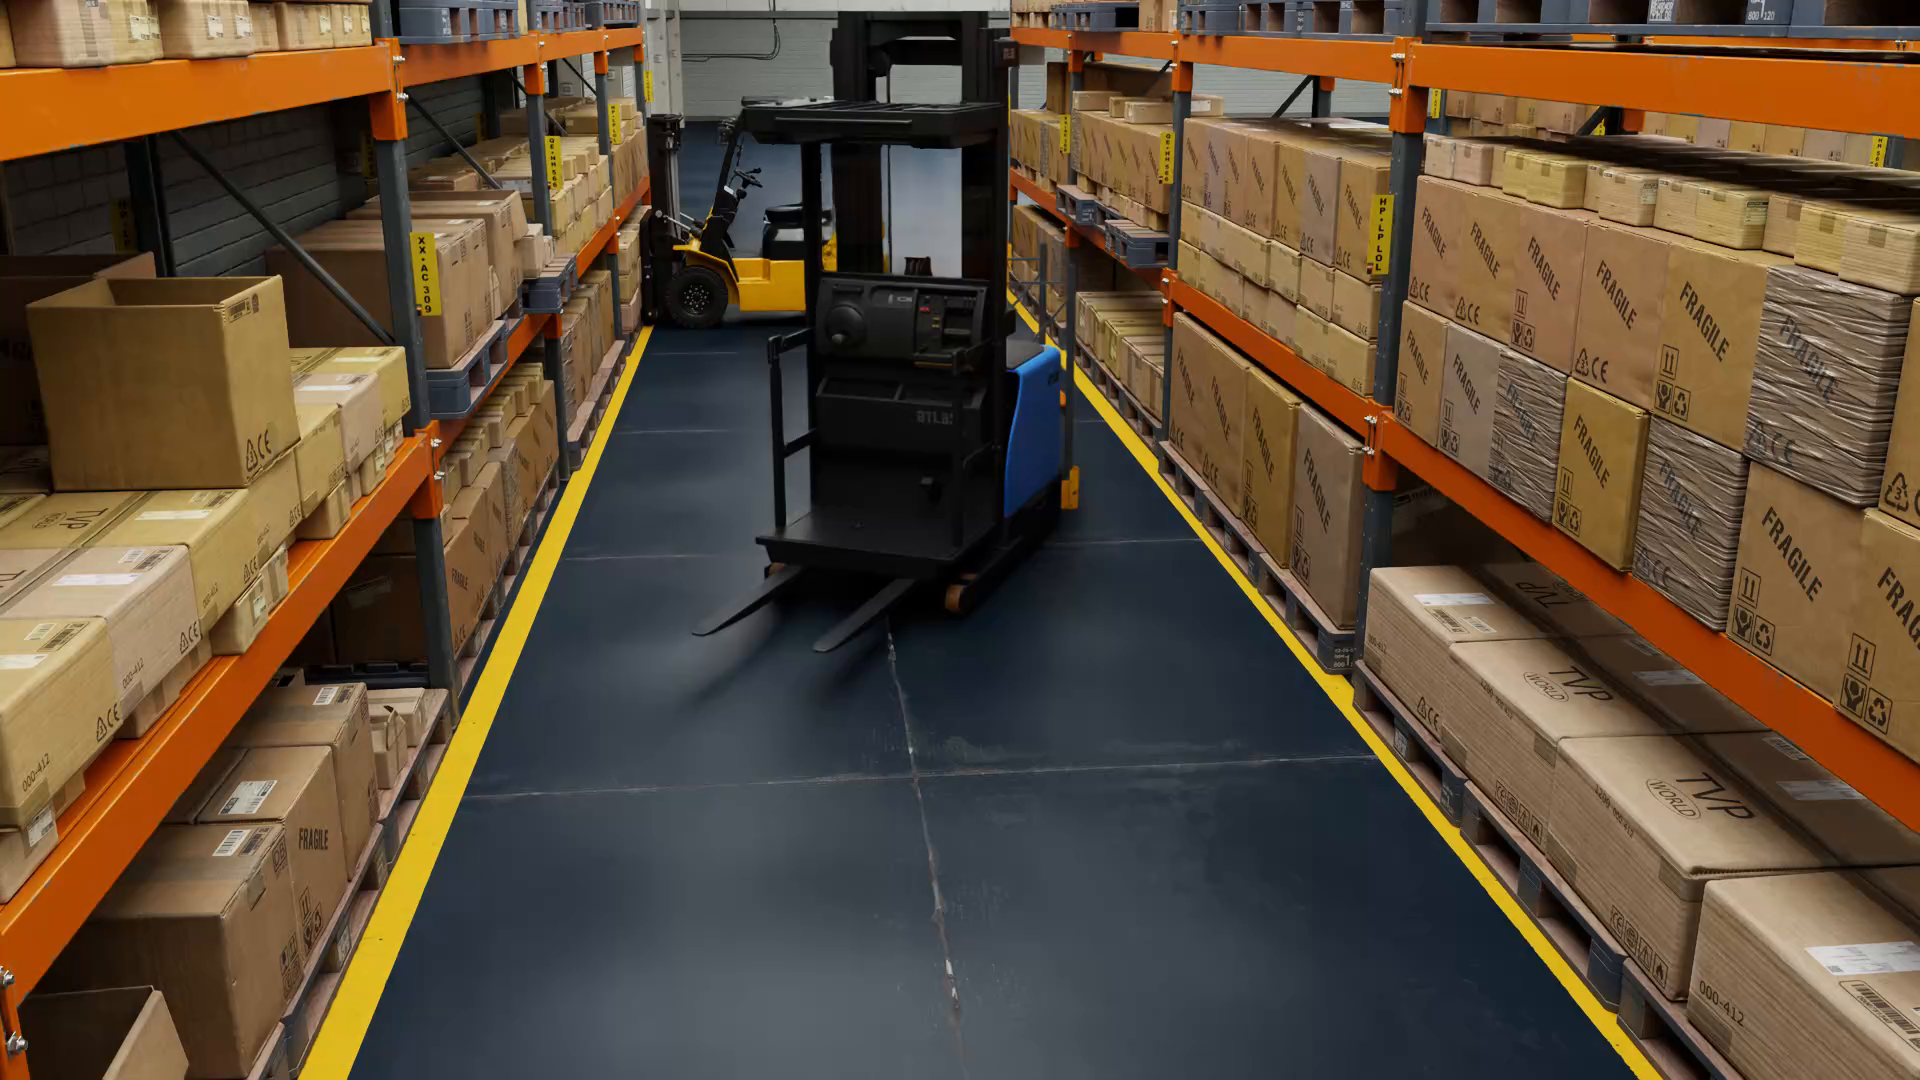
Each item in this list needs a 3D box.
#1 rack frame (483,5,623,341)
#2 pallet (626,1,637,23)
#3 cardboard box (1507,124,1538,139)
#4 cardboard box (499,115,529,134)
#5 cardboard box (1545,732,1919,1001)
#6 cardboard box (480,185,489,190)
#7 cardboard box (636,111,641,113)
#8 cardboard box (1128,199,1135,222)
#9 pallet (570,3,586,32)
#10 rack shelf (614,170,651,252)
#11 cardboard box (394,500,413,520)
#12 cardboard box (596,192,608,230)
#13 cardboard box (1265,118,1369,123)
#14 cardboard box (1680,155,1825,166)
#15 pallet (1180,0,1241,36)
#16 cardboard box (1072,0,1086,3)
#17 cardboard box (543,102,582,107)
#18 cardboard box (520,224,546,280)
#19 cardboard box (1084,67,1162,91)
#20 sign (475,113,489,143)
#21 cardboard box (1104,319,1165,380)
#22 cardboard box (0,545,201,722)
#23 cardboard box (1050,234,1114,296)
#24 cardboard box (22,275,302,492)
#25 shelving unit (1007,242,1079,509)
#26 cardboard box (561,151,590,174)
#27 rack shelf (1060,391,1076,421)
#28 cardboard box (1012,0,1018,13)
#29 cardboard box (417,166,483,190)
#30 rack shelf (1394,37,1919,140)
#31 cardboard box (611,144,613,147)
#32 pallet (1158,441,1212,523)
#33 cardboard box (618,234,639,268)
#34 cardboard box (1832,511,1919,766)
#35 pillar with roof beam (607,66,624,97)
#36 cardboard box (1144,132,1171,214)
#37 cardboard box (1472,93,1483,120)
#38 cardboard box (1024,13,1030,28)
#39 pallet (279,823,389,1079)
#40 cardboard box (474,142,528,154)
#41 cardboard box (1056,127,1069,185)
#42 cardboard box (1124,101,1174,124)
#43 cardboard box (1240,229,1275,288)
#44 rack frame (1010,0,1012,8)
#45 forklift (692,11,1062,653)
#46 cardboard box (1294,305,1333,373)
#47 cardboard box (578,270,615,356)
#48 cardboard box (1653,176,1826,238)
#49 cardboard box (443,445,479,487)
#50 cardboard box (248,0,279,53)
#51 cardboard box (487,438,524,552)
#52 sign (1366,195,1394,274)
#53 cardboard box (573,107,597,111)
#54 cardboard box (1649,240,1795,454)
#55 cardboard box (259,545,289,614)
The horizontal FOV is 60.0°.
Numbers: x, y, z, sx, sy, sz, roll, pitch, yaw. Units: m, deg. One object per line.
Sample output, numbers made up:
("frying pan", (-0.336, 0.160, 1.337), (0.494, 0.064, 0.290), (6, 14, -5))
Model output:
("rack frame", (-3.476, -3.000, 14.226), (1.000, 3.000, 0.127), (-2, 18, -6))
("pallet", (-3.842, -5.369, 16.912), (1.003, 0.211, 1.213), (-2, 18, -6))
("cardboard box", (6.152, -4.001, 17.164), (0.875, 0.550, 0.500), (-2, 18, -6))
("cardboard box", (-3.810, -3.585, 14.342), (0.380, 0.149, 0.250), (-2, 18, -6))
("cardboard box", (2.428, 0.977, 5.135), (0.875, 0.438, 0.875), (-1, 17, -4))
("cardboard box", (-3.441, -2.253, 11.261), (0.500, 0.250, 0.500), (-2, 18, -5))
("cardboard box", (-3.574, -4.454, 17.608), (0.380, 0.149, 0.250), (-2, 17, -5))
("cardboard box", (1.417, -2.360, 11.906), (0.380, 0.149, 0.250), (-3, 18, -8))
("pallet", (-3.373, -4.078, 12.969), (0.805, 0.209, 1.217), (-2, 18, -8))
("rack shelf", (-3.683, -3.253, 16.231), (1.077, 0.370, 4.000), (-2, 18, -6))
("cardboard box", (-2.484, -0.189, 7.164), (0.380, 0.149, 0.250), (-2, 18, -7))
("cardboard box", (-3.107, -2.637, 13.319), (0.500, 0.250, 0.500), (-2, 18, -6))
("cardboard box", (2.187, -2.342, 10.292), (0.500, 0.500, 0.500), (-2, 18, -7))
("cardboard box", (2.675, -1.219, 5.632), (0.380, 0.149, 0.250), (-2, 18, -6))
("pallet", (1.992, -3.114, 9.895), (1.213, 0.211, 1.003), (-1, 17, -3))
("cardboard box", (1.175, -4.377, 13.153), (0.500, 0.250, 0.500), (-2, 18, -6))
("cardboard box", (-3.969, -4.275, 16.540), (0.380, 0.149, 0.250), (-1, 17, -4))
("cardboard box", (-2.633, -1.633, 9.420), (0.500, 0.250, 0.500), (-3, 18, -8))
("cardboard box", (1.575, -4.262, 15.913), (0.700, 0.500, 0.500), (-2, 18, -7))
("sign", (-4.028, -3.433, 14.028), (0.100, 0.325, 0.005), (-2, 18, -6))
("cardboard box", (1.668, -1.524, 13.209), (0.950, 0.372, 0.625), (-1, 17, -4))
("cardboard box", (-2.070, 0.211, 3.751), (0.500, 0.250, 0.500), (-2, 17, -5))
("cardboard box", (1.132, -2.569, 15.489), (0.500, 0.500, 0.500), (-2, 18, -6))
("cardboard box", (-2.173, -0.443, 4.584), (0.500, 0.500, 0.500), (-1, 17, -4))
("shelving unit", (0.381, -1.061, 10.554), (0.587, 1.500, 1.083), (-2, 18, -7))
("cardboard box", (-2.955, -2.806, 12.357), (0.380, 0.149, 0.250), (-2, 18, -7))
("rack shelf", (0.380, -0.892, 10.616), (0.538, 0.185, 1.000), (-2, 18, -7))
("cardboard box", (0.835, -5.690, 17.539), (0.500, 0.250, 0.500), (-2, 18, -7))
("cardboard box", (-3.403, -2.410, 11.095), (0.380, 0.149, 0.250), (-2, 18, -6))
("rack shelf", (2.492, -1.263, 4.886), (1.077, 0.370, 4.000), (-2, 18, -6))
("cardboard box", (-3.276, -3.538, 14.687), (0.380, 0.149, 0.250), (-1, 17, -4))
("pallet", (1.879, -0.395, 10.584), (1.003, 0.211, 1.213), (-2, 18, -6))
("cardboard box", (-3.257, -2.672, 15.401), (0.500, 0.250, 0.500), (-2, 18, -6))
("cardboard box", (2.385, 0.237, 3.746), (0.500, 0.500, 0.500), (-2, 18, -5))
("pillar with roof beam", (-1.669, -10.527, 28.185), (9.100, 9.000, 0.400), (-2, 18, -6))
("cardboard box", (1.550, -2.480, 11.203), (0.500, 0.500, 0.500), (-2, 18, -7))
("cardboard box", (6.109, -4.843, 18.044), (0.875, 0.550, 0.550), (-2, 18, -6))
("cardboard box", (0.869, -5.393, 17.260), (0.380, 0.149, 0.250), (-1, 17, -4))
("pallet", (-2.452, 1.283, 5.239), (1.003, 0.211, 1.213), (-2, 18, -6))
("cardboard box", (-3.653, -3.090, 13.262), (0.380, 0.149, 0.250), (-2, 18, -6))
("cardboard box", (1.167, -3.469, 15.055), (0.500, 0.500, 0.500), (-2, 18, -7))
("cardboard box", (1.424, -3.141, 12.227), (0.380, 0.149, 0.250), (-3, 18, -8))
("cardboard box", (1.810, -1.517, 8.917), (0.500, 0.250, 0.500), (-1, 17, -5))
("rack frame", (1.048, -7.209, 17.615), (1.000, 3.000, 0.127), (-2, 18, -6))
("forklift", (-0.383, -1.149, 8.445), (1.130, 2.935, 3.031), (6, 19, 19))
("cardboard box", (1.937, -0.977, 8.032), (0.500, 0.250, 0.500), (-2, 18, -6))
("cardboard box", (-3.411, -1.912, 14.024), (0.875, 0.625, 0.625), (-1, 17, -3))
("cardboard box", (2.267, -0.972, 4.845), (0.380, 0.149, 0.250), (-1, 17, -4))
("cardboard box", (-2.597, -0.362, 8.212), (0.380, 0.149, 0.250), (-2, 18, -6))
("cardboard box", (-2.260, -1.523, 4.931), (0.380, 0.149, 0.250), (-1, 17, -4))
("cardboard box", (-2.636, -0.237, 8.898), (0.500, 0.500, 0.500), (-2, 18, -8))
("sign", (1.747, -1.266, 6.901), (0.100, 0.325, 0.005), (-2, 18, -6))
("cardboard box", (-3.426, -3.985, 15.615), (0.380, 0.149, 0.250), (-2, 18, -6))
("cardboard box", (2.281, -0.543, 4.562), (0.500, 0.500, 0.500), (-2, 18, -6))
("cardboard box", (-2.131, 0.125, 4.689), (0.380, 0.149, 0.250), (-1, 17, -4))
